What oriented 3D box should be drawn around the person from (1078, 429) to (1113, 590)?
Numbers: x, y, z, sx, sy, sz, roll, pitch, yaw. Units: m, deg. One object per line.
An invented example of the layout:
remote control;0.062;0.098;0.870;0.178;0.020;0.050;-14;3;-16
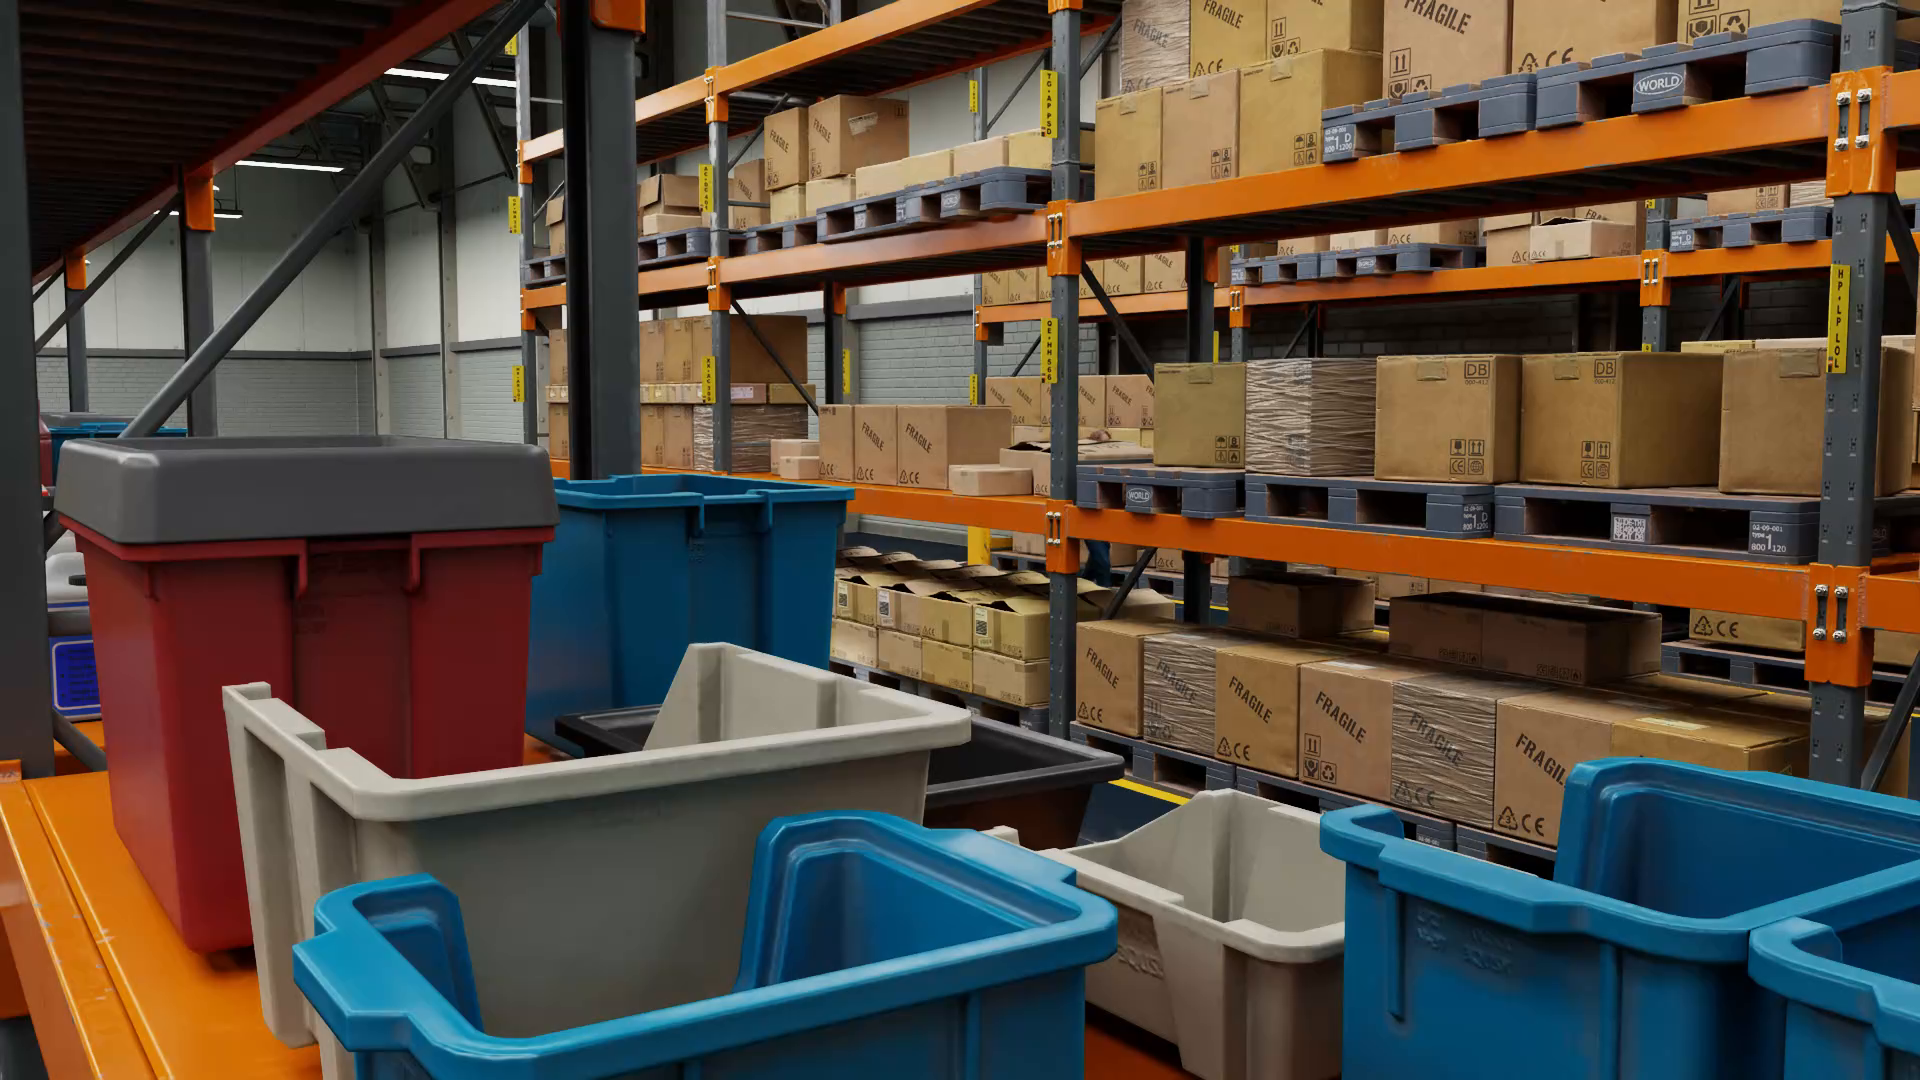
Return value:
person;1.158;-0.095;13.308;0.428;1.584;0.827;-4;6;-37
